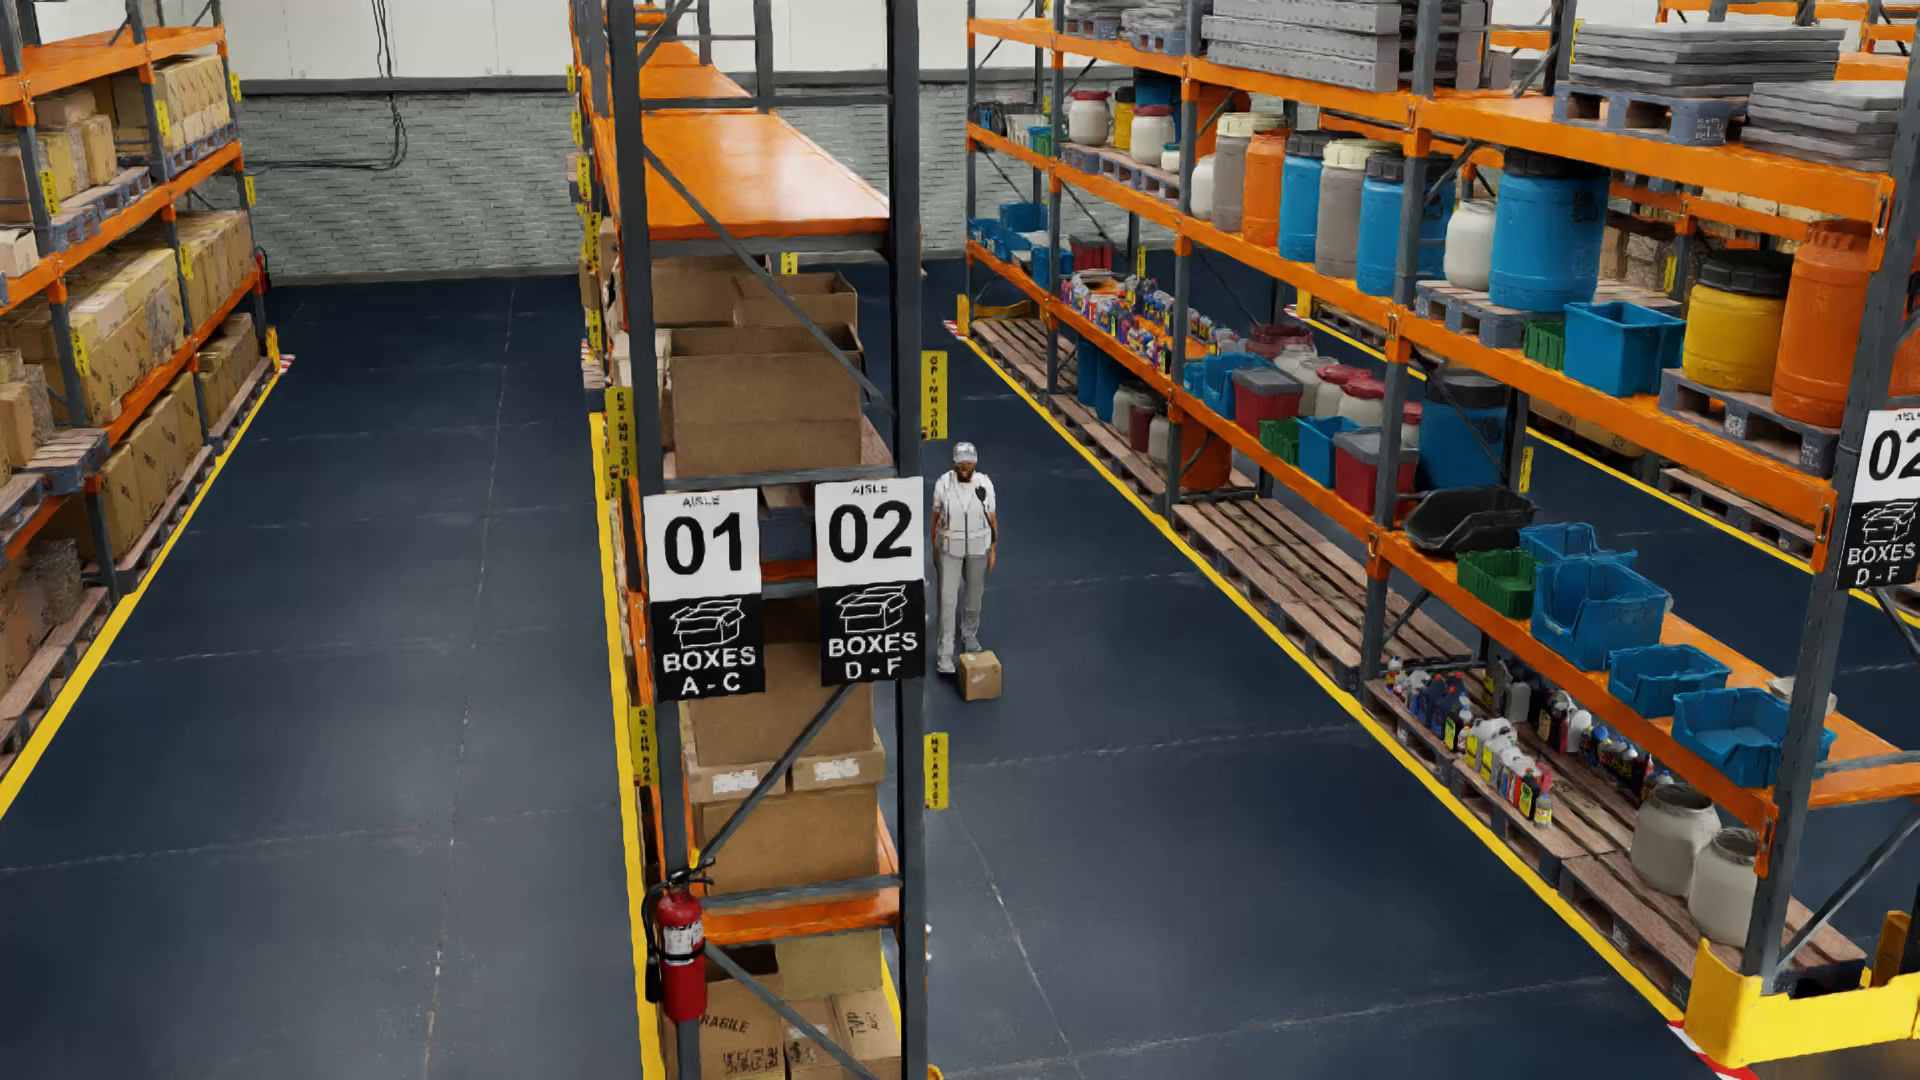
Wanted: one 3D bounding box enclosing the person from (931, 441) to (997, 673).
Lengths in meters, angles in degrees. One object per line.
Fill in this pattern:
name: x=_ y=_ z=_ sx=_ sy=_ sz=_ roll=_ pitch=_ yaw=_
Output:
person: x=0.042 y=0.107 z=12.036 sx=0.484 sy=1.651 sz=0.749 roll=-3 pitch=20 yaw=-8
